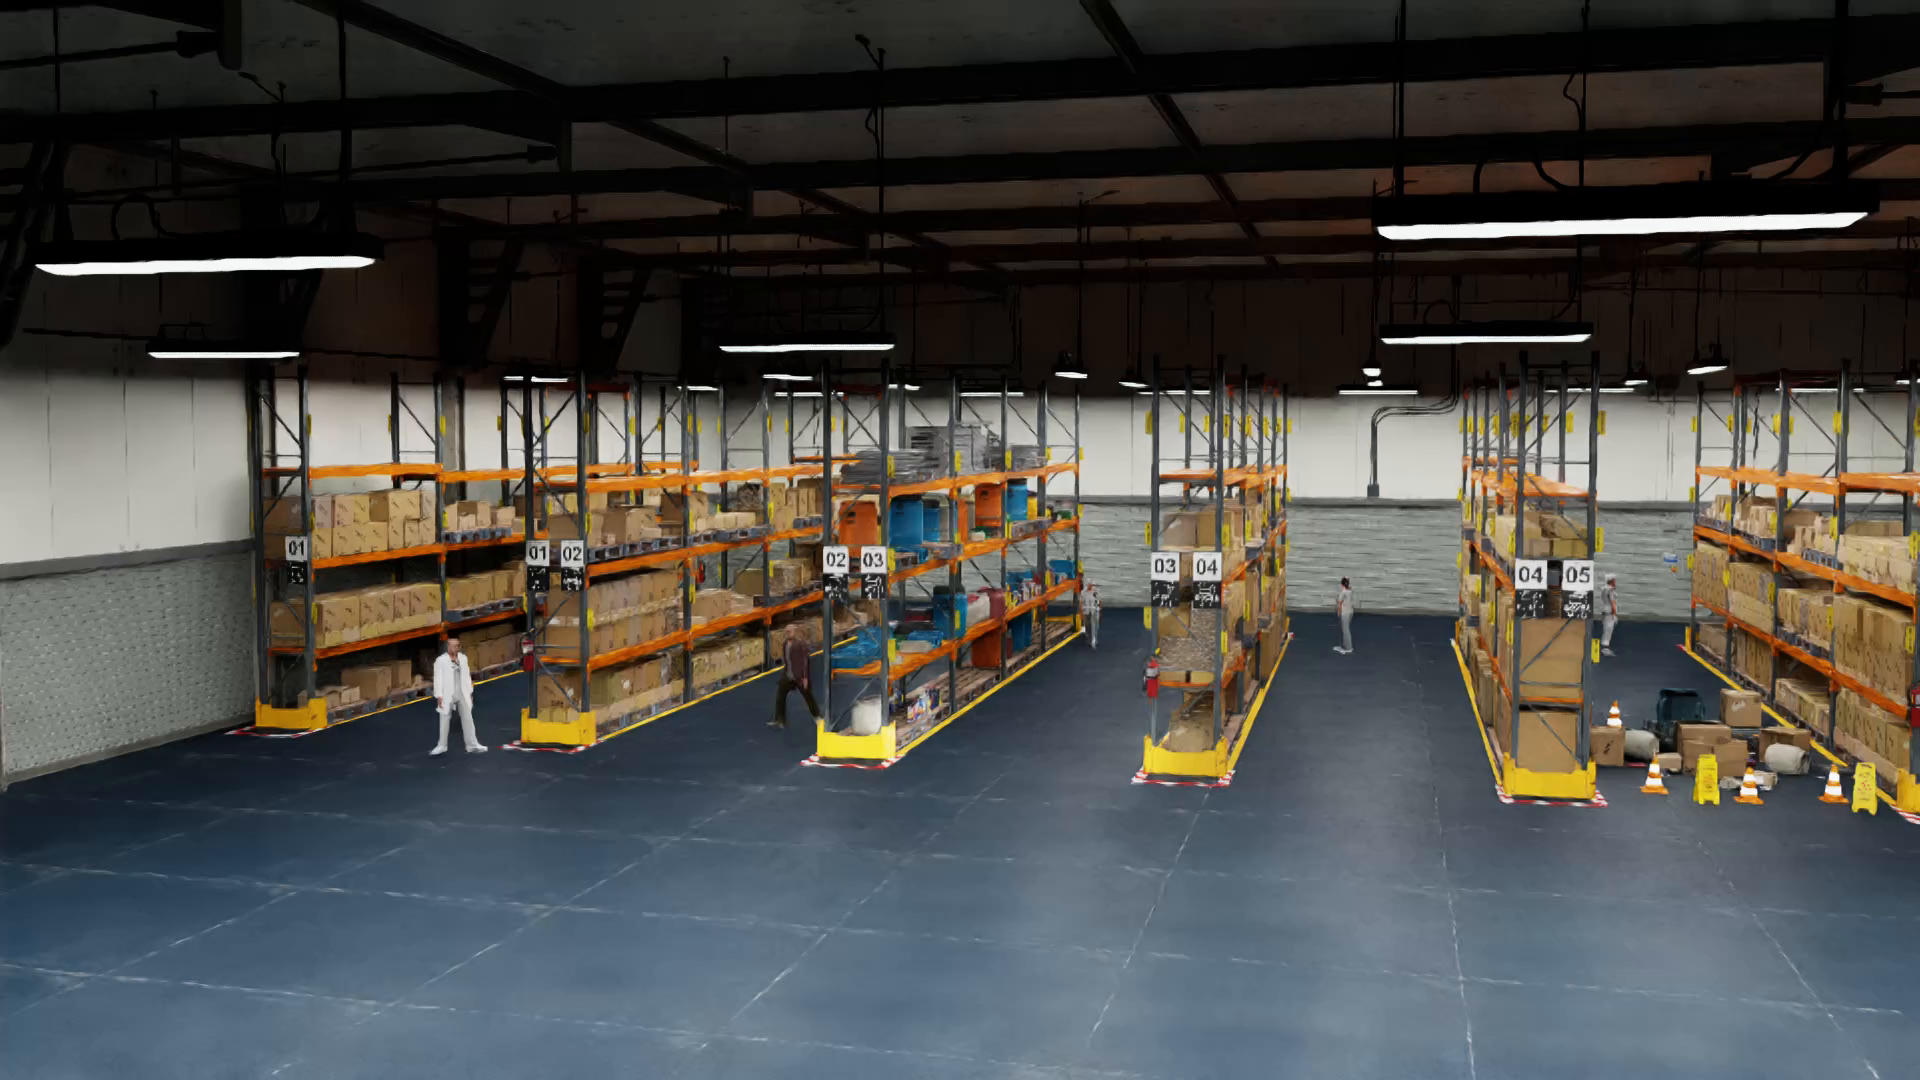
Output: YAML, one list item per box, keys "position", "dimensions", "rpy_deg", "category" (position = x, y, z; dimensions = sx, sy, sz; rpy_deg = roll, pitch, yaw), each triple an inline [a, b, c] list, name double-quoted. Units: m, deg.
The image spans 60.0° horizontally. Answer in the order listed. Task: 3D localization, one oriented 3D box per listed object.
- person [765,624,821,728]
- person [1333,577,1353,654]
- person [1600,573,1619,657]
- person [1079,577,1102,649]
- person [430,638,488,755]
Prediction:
- position: [-2.726, 2.243, 27.589]
  dimensions: [0.630, 1.730, 1.046]
  rpy_deg: [3, 5, 35]
  category: "person"
- position: [8.424, 1.634, 36.522]
  dimensions: [0.570, 1.666, 0.570]
  rpy_deg: [3, 5, 40]
  category: "person"
- position: [14.065, 1.606, 35.993]
  dimensions: [0.396, 1.791, 0.655]
  rpy_deg: [0, 4, 1]
  category: "person"
- position: [2.927, 1.620, 37.395]
  dimensions: [0.496, 1.576, 1.090]
  rpy_deg: [1, 4, 12]
  category: "person"
- position: [-7.654, 2.359, 25.256]
  dimensions: [0.775, 1.773, 0.576]
  rpy_deg: [-3, 5, -39]
  category: "person"
